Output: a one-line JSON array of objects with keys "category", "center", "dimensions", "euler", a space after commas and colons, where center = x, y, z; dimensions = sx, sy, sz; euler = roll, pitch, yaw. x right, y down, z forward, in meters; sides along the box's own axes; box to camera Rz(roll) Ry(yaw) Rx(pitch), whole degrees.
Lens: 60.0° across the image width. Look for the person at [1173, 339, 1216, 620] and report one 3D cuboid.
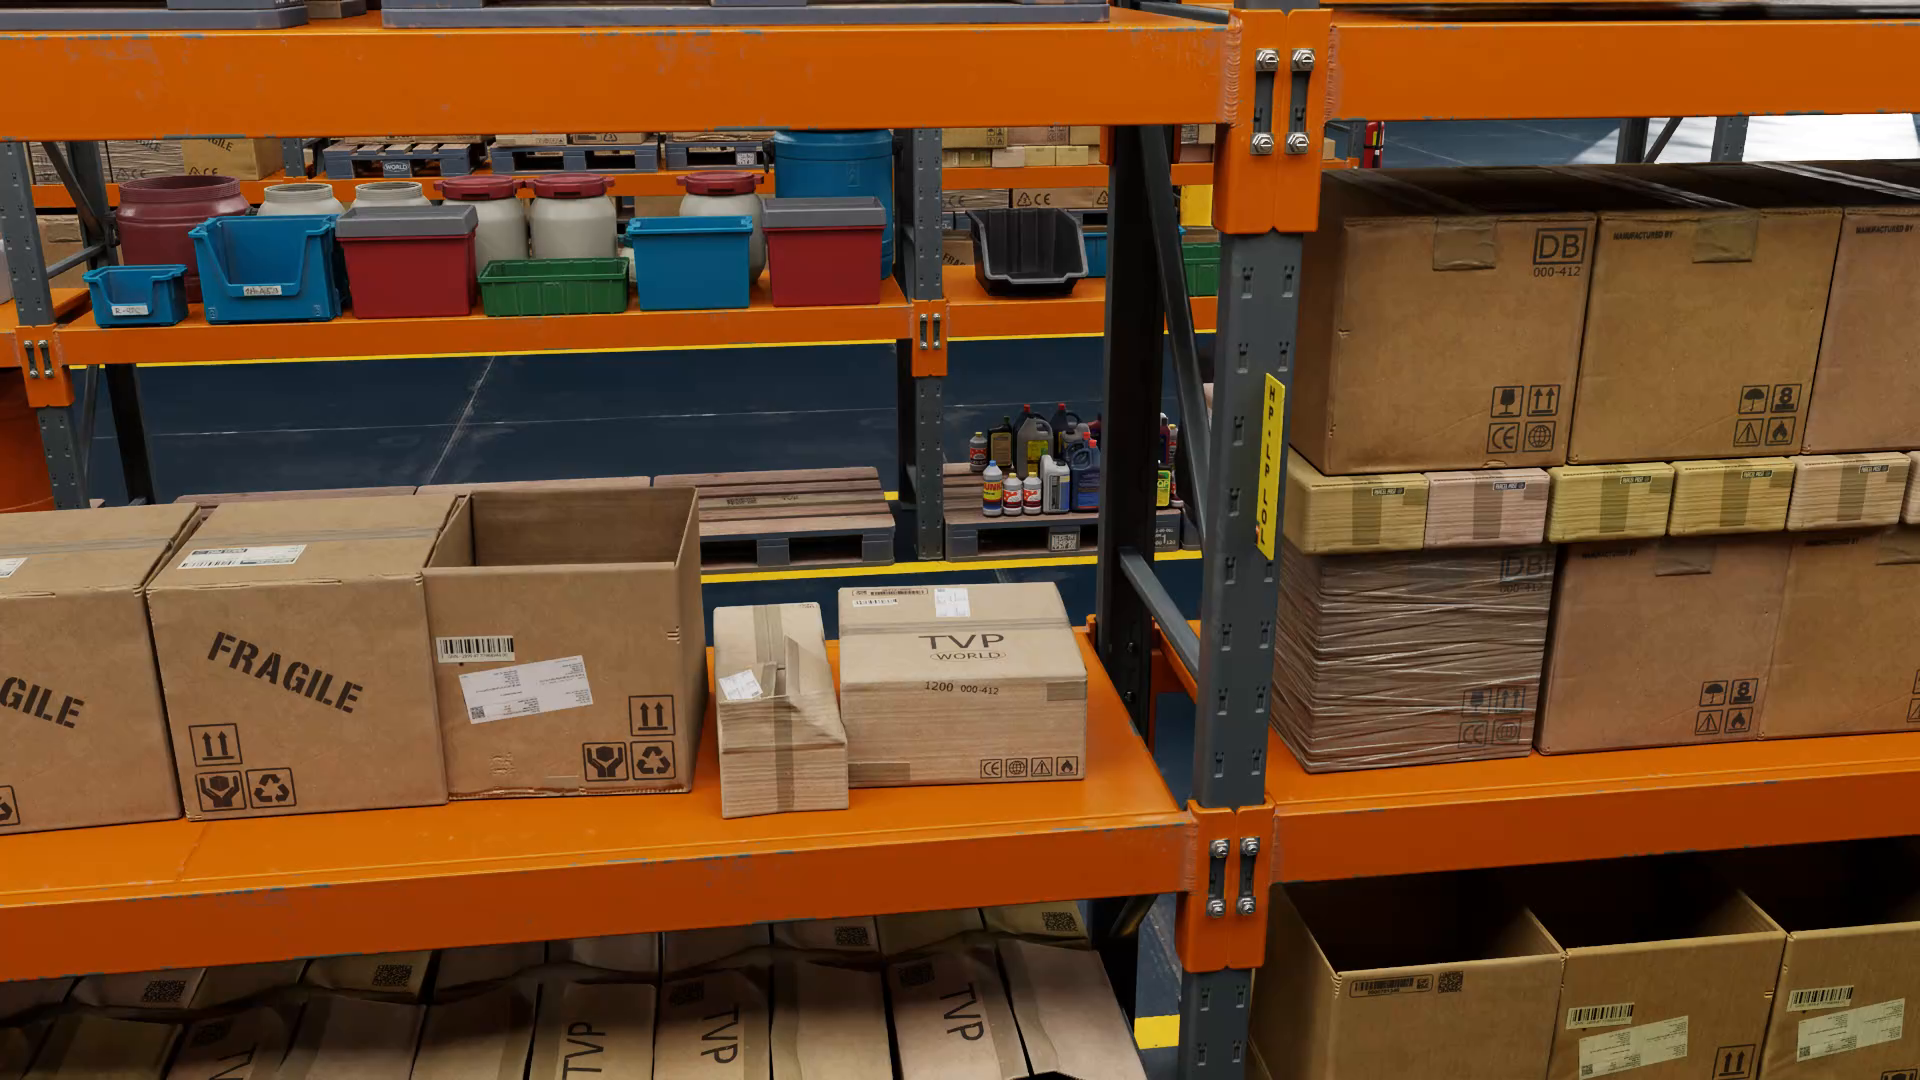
[{"category": "person", "center": [1.061, -0.156, 6.540], "dimensions": [0.425, 1.720, 0.592], "euler": [-4, 20, -11]}]
